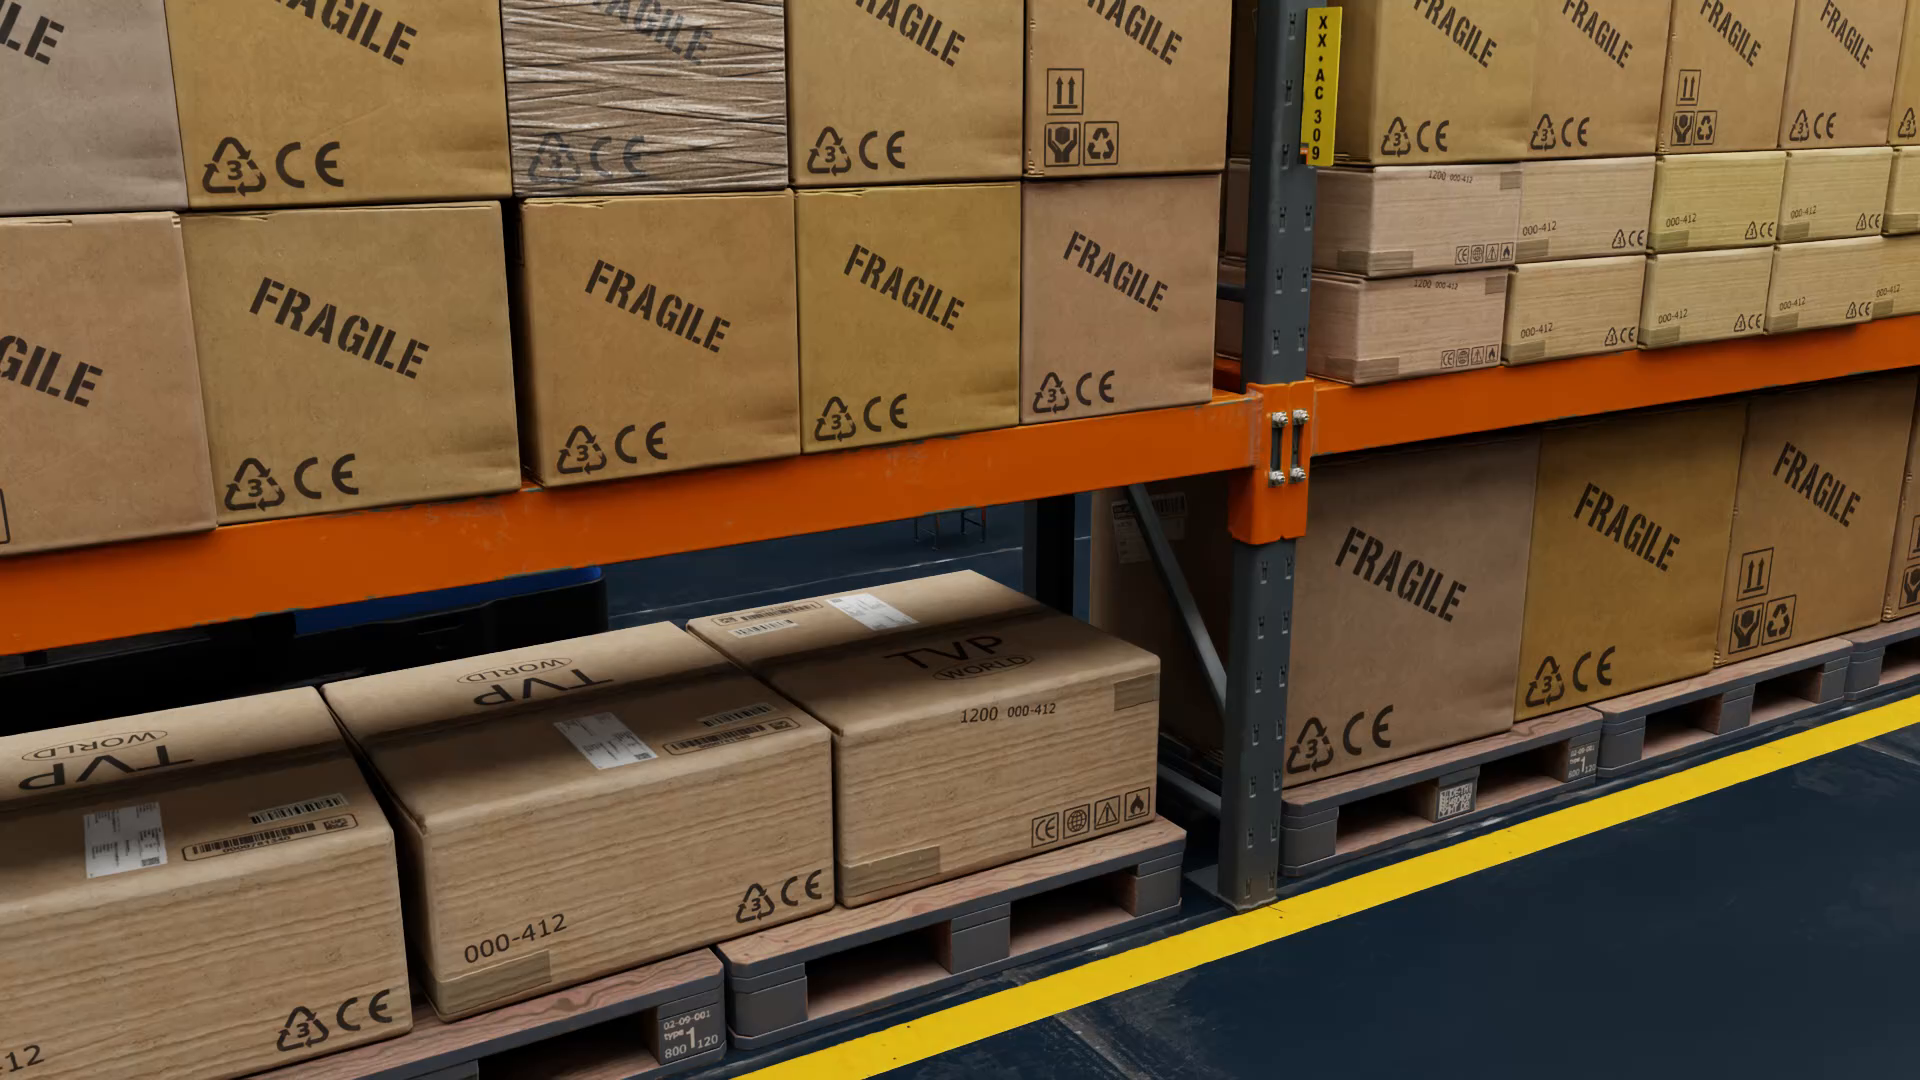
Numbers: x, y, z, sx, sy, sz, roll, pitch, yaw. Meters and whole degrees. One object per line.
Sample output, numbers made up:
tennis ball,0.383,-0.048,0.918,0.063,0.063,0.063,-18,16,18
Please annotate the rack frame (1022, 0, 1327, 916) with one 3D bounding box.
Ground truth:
rack frame,0.484,-0.642,4.142,0.127,3.000,1.000,-9,18,-30

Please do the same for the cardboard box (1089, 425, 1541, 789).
cardboard box,0.974,0.074,4.745,0.875,0.875,0.875,-9,18,-28

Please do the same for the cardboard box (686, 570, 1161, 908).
cardboard box,-0.110,0.452,4.208,0.875,0.438,0.875,-10,18,-31

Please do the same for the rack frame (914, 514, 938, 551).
rack frame,-0.150,-0.481,7.181,0.008,1.050,0.200,-9,18,-30

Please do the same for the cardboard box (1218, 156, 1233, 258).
cardboard box,0.737,-0.928,4.514,0.500,0.250,0.500,-9,18,-30

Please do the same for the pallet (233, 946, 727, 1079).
pallet,-1.255,0.959,3.597,1.213,0.211,1.003,-9,18,-30

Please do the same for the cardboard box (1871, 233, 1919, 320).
cardboard box,2.743,-0.854,5.178,0.500,0.250,0.500,-9,18,-30

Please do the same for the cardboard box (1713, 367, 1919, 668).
cardboard box,2.511,-0.177,5.643,0.875,0.875,0.875,-9,18,-29

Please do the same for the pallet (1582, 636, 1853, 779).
pallet,2.153,0.406,5.572,1.213,0.211,1.003,-9,18,-30

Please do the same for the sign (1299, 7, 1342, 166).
sign,0.771,-0.969,3.557,0.005,0.325,0.100,-9,18,-30

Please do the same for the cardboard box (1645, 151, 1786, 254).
cardboard box,1.885,-0.949,4.590,0.500,0.250,0.500,-9,18,-29

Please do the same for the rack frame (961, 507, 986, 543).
rack frame,0.059,-0.515,7.302,0.008,1.050,0.200,-9,18,-30

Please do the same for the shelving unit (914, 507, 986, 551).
shelving unit,-0.046,-0.498,7.242,0.252,1.050,0.215,-9,18,-30

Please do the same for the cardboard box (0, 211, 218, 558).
cardboard box,-1.521,-0.277,2.657,0.500,0.500,0.500,-9,18,-30

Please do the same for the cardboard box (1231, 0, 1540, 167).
cardboard box,1.009,-1.166,3.974,0.500,0.500,0.500,-9,18,-29

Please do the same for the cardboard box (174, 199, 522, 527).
cardboard box,-1.100,-0.351,2.919,0.500,0.500,0.500,-9,18,-28

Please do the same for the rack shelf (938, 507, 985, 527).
rack shelf,-0.046,-0.220,7.319,0.240,0.259,0.215,-9,18,-30

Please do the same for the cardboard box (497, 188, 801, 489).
cardboard box,-0.644,-0.420,3.166,0.500,0.500,0.500,-10,18,-31

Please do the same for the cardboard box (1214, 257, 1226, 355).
cardboard box,0.738,-0.690,4.593,0.500,0.250,0.500,-10,18,-31

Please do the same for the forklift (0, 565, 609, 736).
forklift,-2.736,-0.857,5.036,3.031,2.935,1.130,-11,19,-34

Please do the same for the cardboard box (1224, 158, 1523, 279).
cardboard box,1.006,-0.806,4.080,0.500,0.250,0.500,-10,18,-31

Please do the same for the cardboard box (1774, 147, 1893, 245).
cardboard box,2.317,-1.020,4.842,0.500,0.250,0.500,-10,18,-31

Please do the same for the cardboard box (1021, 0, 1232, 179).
cardboard box,0.222,-1.042,3.531,0.500,0.500,0.500,-9,18,-30

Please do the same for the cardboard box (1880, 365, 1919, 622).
cardboard box,3.278,-0.300,6.081,0.875,0.875,0.875,-9,18,-30

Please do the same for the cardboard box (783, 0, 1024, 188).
cardboard box,-0.218,-0.973,3.287,0.500,0.500,0.500,-10,18,-31

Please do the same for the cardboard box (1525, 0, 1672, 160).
cardboard box,1.431,-1.243,4.249,0.500,0.500,0.500,-9,18,-30

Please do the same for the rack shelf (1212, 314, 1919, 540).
rack shelf,2.198,-0.573,5.231,4.000,0.370,1.077,-9,18,-30

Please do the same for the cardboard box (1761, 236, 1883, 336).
cardboard box,2.321,-0.777,4.901,0.500,0.250,0.500,-10,18,-31

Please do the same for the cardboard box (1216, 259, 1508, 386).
cardboard box,0.997,-0.570,4.162,0.500,0.250,0.500,-10,18,-31

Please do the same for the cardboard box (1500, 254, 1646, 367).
cardboard box,1.440,-0.642,4.420,0.500,0.250,0.500,-10,18,-31

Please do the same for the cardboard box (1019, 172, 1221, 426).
cardboard box,0.218,-0.566,3.687,0.500,0.500,0.500,-9,18,-29

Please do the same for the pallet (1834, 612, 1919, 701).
pallet,3.198,0.237,6.173,1.213,0.211,1.003,-9,18,-30

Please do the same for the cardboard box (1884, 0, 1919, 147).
cardboard box,2.739,-1.454,5.003,0.500,0.500,0.500,-9,18,-30

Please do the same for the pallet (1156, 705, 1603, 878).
pallet,1.106,0.576,4.963,1.213,0.211,1.003,-9,18,-30

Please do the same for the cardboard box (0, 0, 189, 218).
cardboard box,-1.510,-0.763,2.536,0.500,0.500,0.500,-9,18,-30

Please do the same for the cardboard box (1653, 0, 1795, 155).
cardboard box,1.862,-1.312,4.496,0.500,0.500,0.500,-10,18,-31

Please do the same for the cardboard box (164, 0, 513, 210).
cardboard box,-1.083,-0.832,2.784,0.500,0.500,0.500,-9,18,-29

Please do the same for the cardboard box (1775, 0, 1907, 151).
cardboard box,2.302,-1.386,4.758,0.500,0.500,0.500,-10,18,-31

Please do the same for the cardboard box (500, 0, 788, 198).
cardboard box,-0.649,-0.900,3.026,0.500,0.500,0.500,-9,18,-29

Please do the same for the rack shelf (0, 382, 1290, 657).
rack shelf,-1.231,-0.017,3.247,4.000,0.370,1.077,-9,18,-30

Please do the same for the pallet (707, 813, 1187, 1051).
pallet,-0.208,0.789,4.206,1.213,0.211,1.003,-9,18,-30

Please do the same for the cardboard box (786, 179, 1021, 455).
cardboard box,-0.220,-0.493,3.428,0.500,0.500,0.500,-10,18,-31

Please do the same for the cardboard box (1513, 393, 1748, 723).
cardboard box,1.744,-0.053,5.200,0.875,0.875,0.875,-9,18,-28

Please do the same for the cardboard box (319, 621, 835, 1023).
cardboard box,-0.877,0.577,3.764,0.875,0.438,0.875,-10,18,-31

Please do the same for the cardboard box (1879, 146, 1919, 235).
cardboard box,2.762,-1.092,5.100,0.500,0.250,0.500,-10,18,-31

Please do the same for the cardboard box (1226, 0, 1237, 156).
cardboard box,0.737,-1.292,4.422,0.500,0.500,0.500,-9,18,-28

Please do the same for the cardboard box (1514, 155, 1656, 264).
cardboard box,1.439,-0.885,4.362,0.500,0.250,0.500,-9,18,-29

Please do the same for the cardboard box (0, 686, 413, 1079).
cardboard box,-1.651,0.702,3.318,0.875,0.438,0.875,-9,18,-28

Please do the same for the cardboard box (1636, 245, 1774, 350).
cardboard box,1.887,-0.709,4.661,0.500,0.250,0.500,-9,18,-30
